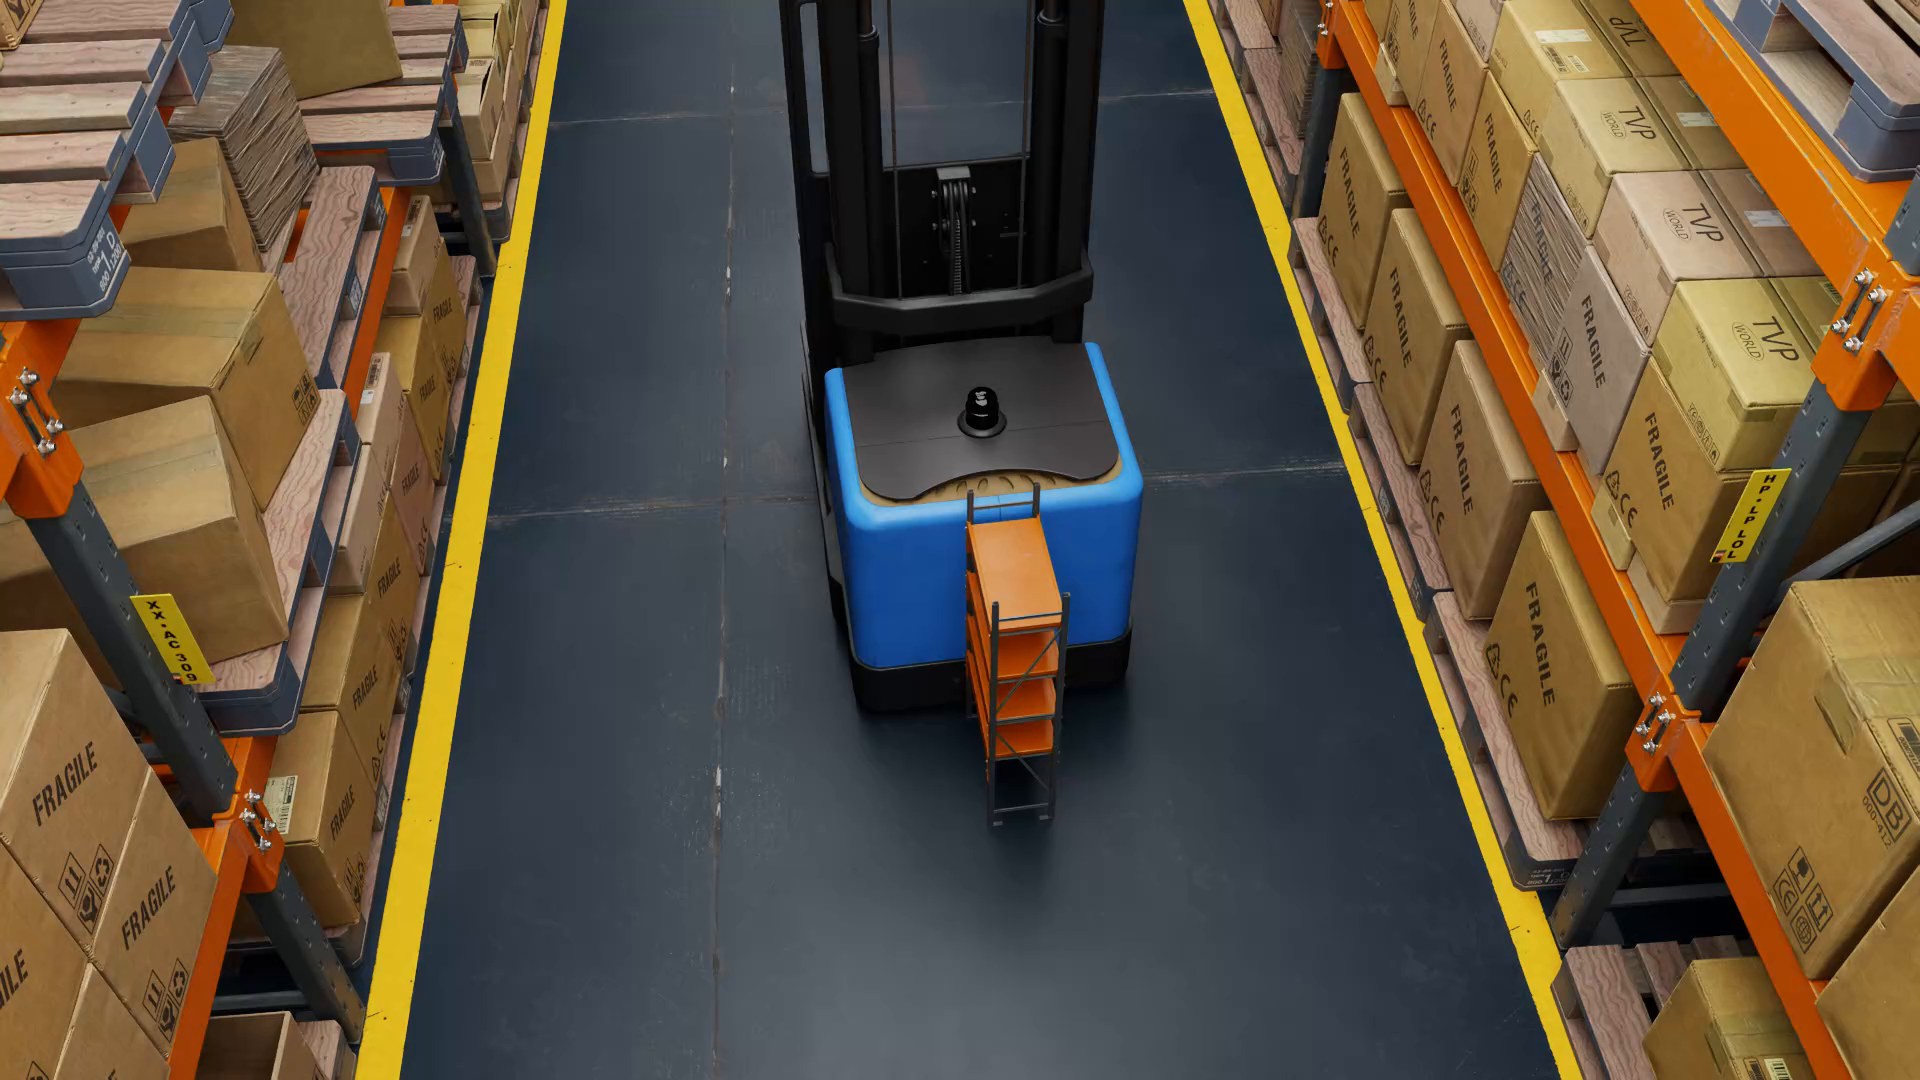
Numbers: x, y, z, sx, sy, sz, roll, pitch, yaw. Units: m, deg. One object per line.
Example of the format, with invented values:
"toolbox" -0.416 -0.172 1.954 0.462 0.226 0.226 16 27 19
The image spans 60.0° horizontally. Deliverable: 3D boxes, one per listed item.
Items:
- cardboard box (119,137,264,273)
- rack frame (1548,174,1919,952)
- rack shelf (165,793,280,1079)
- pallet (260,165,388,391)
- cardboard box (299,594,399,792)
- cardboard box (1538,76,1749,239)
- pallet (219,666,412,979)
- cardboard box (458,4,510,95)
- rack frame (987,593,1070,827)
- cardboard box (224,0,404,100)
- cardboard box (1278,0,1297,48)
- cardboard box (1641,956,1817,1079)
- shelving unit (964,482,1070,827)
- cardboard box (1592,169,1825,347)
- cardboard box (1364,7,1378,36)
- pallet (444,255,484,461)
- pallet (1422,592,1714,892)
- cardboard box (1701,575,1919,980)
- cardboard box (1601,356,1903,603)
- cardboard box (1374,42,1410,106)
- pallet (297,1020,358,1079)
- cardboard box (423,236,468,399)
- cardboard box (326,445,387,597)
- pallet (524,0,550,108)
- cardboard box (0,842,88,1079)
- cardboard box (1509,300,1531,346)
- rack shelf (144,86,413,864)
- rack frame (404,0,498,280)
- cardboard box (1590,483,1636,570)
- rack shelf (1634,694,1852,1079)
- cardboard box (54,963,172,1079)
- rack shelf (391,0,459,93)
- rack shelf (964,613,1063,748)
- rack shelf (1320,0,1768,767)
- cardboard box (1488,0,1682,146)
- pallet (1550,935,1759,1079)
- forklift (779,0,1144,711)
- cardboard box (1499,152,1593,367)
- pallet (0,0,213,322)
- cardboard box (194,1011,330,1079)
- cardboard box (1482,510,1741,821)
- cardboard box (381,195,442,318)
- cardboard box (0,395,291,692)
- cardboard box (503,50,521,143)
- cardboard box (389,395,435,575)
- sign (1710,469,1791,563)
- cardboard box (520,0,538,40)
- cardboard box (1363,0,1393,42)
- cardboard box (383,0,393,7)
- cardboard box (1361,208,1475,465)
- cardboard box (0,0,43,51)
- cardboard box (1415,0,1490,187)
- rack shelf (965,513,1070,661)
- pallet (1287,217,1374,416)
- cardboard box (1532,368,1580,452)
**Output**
"cardboard box" -2.641 -0.875 5.291 0.700 0.500 0.500 -14 48 -13
"rack frame" 2.505 0.274 4.561 1.000 3.000 0.127 -3 47 -3
"rack shelf" -2.264 2.273 3.164 1.077 0.370 4.000 -3 47 -3
"pallet" -2.599 -0.843 5.751 1.003 0.211 1.213 -3 47 -3
"cardboard box" -2.285 0.536 5.731 0.500 0.500 0.500 -3 47 -3
"cardboard box" 2.135 -1.189 5.143 0.500 0.250 0.500 -3 47 -3
"pallet" -2.537 0.951 5.841 1.003 0.211 1.213 -3 47 -3
"cardboard box" -2.570 -2.484 8.391 0.500 0.311 0.500 -5 47 -4
"rack frame" 0.217 0.591 5.500 0.240 1.200 0.015 -6 47 -6
"cardboard box" -2.601 -2.046 6.400 0.700 0.500 0.500 -18 49 -16
"cardboard box" 2.130 -2.809 8.899 0.700 0.500 0.500 -4 47 -3
"cardboard box" 2.465 1.537 4.797 0.700 0.500 0.500 -3 47 -3
"shelving unit" 0.179 0.416 5.666 0.258 1.200 0.503 -6 47 -6
"cardboard box" 2.177 -0.820 4.793 0.500 0.250 0.500 -3 47 -2
"cardboard box" 1.967 -2.288 7.147 0.380 0.149 0.250 -4 47 -4
"pallet" -2.741 -0.814 7.512 1.003 0.211 1.213 -3 47 -3
"pallet" 2.365 0.680 6.097 1.003 0.211 1.213 -3 47 -3
"cardboard box" 2.534 0.565 4.079 0.980 0.700 0.700 -3 47 -3
"cardboard box" 2.215 -0.188 4.711 0.500 0.500 0.500 -4 47 -4
"cardboard box" 1.917 -1.908 6.786 0.380 0.149 0.250 -2 47 -2
"pallet" -2.375 2.034 4.815 1.003 0.211 1.213 -3 47 -3
"cardboard box" -2.454 -0.945 7.134 0.500 0.500 0.500 -2 47 -2
"cardboard box" -2.313 -0.060 5.779 0.500 0.250 0.500 -3 47 -3
"pallet" -2.895 -2.836 9.427 1.003 0.211 1.213 -3 47 -3
"cardboard box" -2.085 0.921 3.191 0.500 0.500 0.500 -4 47 -4
"cardboard box" 2.132 -0.795 5.733 0.380 0.149 0.250 -5 47 -4
"rack shelf" -2.599 -0.621 5.905 1.077 0.370 4.000 -3 47 -3
"rack frame" -2.766 -2.316 7.014 1.000 3.000 0.127 -3 47 -3
"cardboard box" 2.150 -0.055 5.031 0.380 0.149 0.250 -3 47 -3
"rack shelf" 2.672 1.969 3.451 1.077 0.370 4.000 -3 47 -3
"cardboard box" -2.089 1.263 3.556 0.500 0.500 0.500 -2 47 -2
"rack shelf" -2.934 -3.515 8.645 1.077 0.370 4.000 -3 47 -3
"rack shelf" 0.179 0.463 5.715 0.258 0.148 0.480 -6 47 -6
"rack shelf" 2.337 -0.925 6.192 1.077 0.370 4.000 -3 47 -3
"cardboard box" 2.091 -1.558 5.492 0.500 0.250 0.500 -4 47 -4
"pallet" 2.490 1.788 5.048 1.003 0.211 1.213 -3 47 -3
"forklift" -0.096 -1.456 6.247 1.130 2.935 3.031 -6 47 -6
"cardboard box" 2.129 -0.920 5.405 0.500 0.500 0.500 -3 47 -3
"pallet" -2.416 -0.865 3.703 1.213 0.211 1.003 -3 47 -3
"cardboard box" -2.101 1.681 4.647 0.500 0.500 0.500 -3 47 -3
"cardboard box" 2.321 0.407 5.627 0.750 0.750 0.750 -3 47 -3
"cardboard box" -2.445 -1.163 6.824 0.500 0.250 0.500 -2 47 -2
"cardboard box" -2.248 0.043 4.422 0.700 0.500 0.500 -18 49 -16
"cardboard box" -2.560 -2.275 8.580 0.500 0.250 0.500 -5 47 -4
"cardboard box" -2.361 -0.191 6.420 0.500 0.500 0.500 -5 47 -5
"sign" 1.965 -0.056 4.131 0.100 0.325 0.005 -3 47 -3
"cardboard box" -2.652 -3.022 9.287 0.500 0.250 0.500 -3 47 -2
"cardboard box" 1.955 -2.396 6.802 0.500 0.500 0.500 -2 47 -2
"cardboard box" -2.753 -2.551 7.298 0.500 0.311 0.500 -1 47 -1
"cardboard box" 2.168 -0.851 6.817 0.750 0.750 0.750 -4 47 -3
"cardboard box" -2.479 -1.517 3.765 0.600 0.600 0.600 -4 47 -4
"cardboard box" 2.030 -1.658 6.103 0.500 0.500 0.500 -4 47 -3
"rack shelf" 0.179 0.146 5.380 0.258 0.148 0.480 -6 47 -6
"pallet" 2.161 -1.086 7.769 1.003 0.211 1.213 -3 47 -3
"cardboard box" 2.092 -0.432 5.389 0.380 0.149 0.250 -3 47 -3
